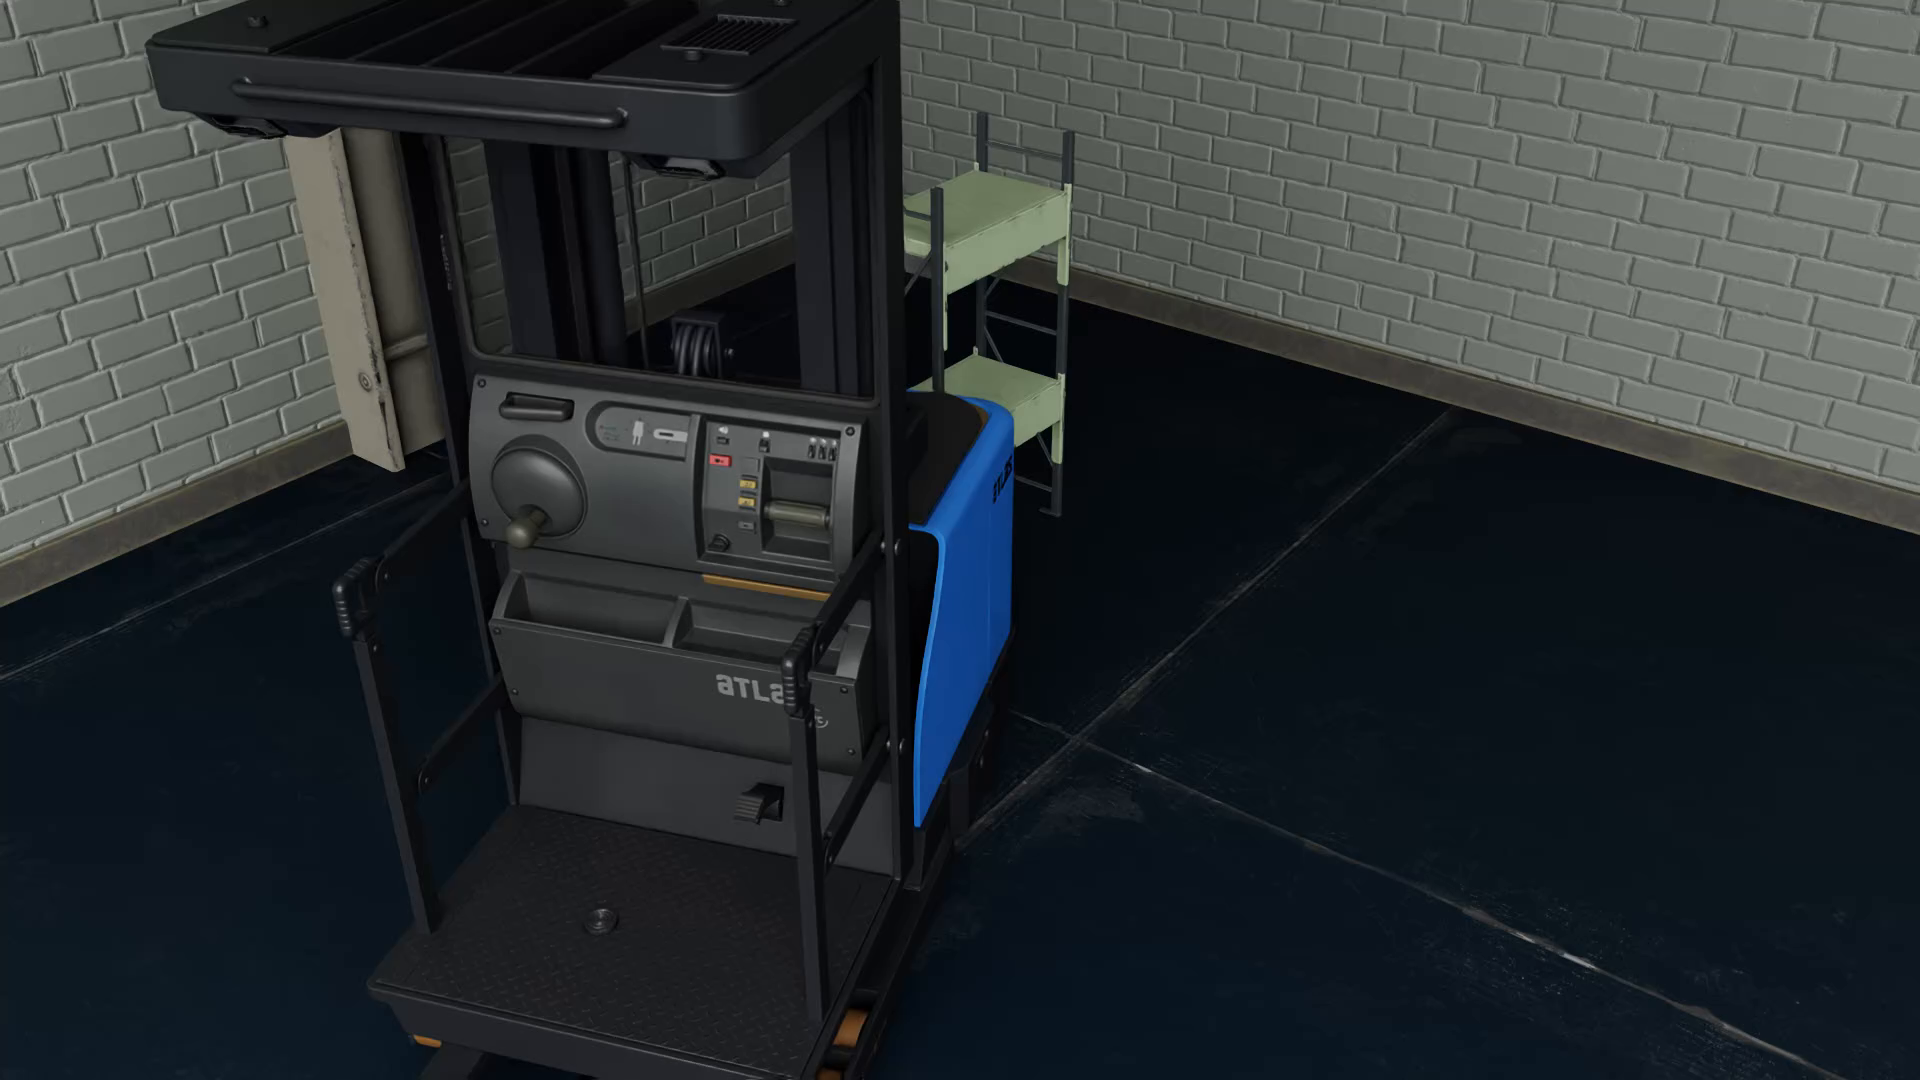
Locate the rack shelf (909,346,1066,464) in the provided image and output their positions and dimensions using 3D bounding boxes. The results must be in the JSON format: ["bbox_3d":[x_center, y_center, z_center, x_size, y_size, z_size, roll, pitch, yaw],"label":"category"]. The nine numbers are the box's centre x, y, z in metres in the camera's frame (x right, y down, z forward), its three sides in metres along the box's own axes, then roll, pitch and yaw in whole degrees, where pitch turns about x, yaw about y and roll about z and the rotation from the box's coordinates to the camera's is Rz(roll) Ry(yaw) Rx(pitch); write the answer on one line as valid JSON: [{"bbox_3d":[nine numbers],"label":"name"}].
[{"bbox_3d":[0.004,-0.367,6.038,0.431,0.370,0.720,21,37,31],"label":"rack shelf"}]

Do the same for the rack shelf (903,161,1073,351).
[{"bbox_3d":[0.004,-0.984,5.673,0.431,0.370,0.720,21,37,31],"label":"rack shelf"}]

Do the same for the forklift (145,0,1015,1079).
[{"bbox_3d":[-0.721,-0.086,3.521,1.130,2.935,3.031,8,32,14],"label":"forklift"}]

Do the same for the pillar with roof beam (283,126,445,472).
[{"bbox_3d":[1.149,-2.946,2.394,9.100,9.000,0.400,21,37,31],"label":"pillar with roof beam"}]

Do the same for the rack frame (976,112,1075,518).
[{"bbox_3d":[0.225,-0.797,6.123,0.400,1.500,0.023,21,37,31],"label":"rack frame"}]

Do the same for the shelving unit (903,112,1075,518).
[{"bbox_3d":[0.004,-0.648,5.872,0.431,1.500,0.755,21,37,31],"label":"shelving unit"}]

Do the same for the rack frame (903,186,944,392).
[{"bbox_3d":[-0.217,-0.499,5.621,0.400,1.500,0.023,21,37,31],"label":"rack frame"}]
